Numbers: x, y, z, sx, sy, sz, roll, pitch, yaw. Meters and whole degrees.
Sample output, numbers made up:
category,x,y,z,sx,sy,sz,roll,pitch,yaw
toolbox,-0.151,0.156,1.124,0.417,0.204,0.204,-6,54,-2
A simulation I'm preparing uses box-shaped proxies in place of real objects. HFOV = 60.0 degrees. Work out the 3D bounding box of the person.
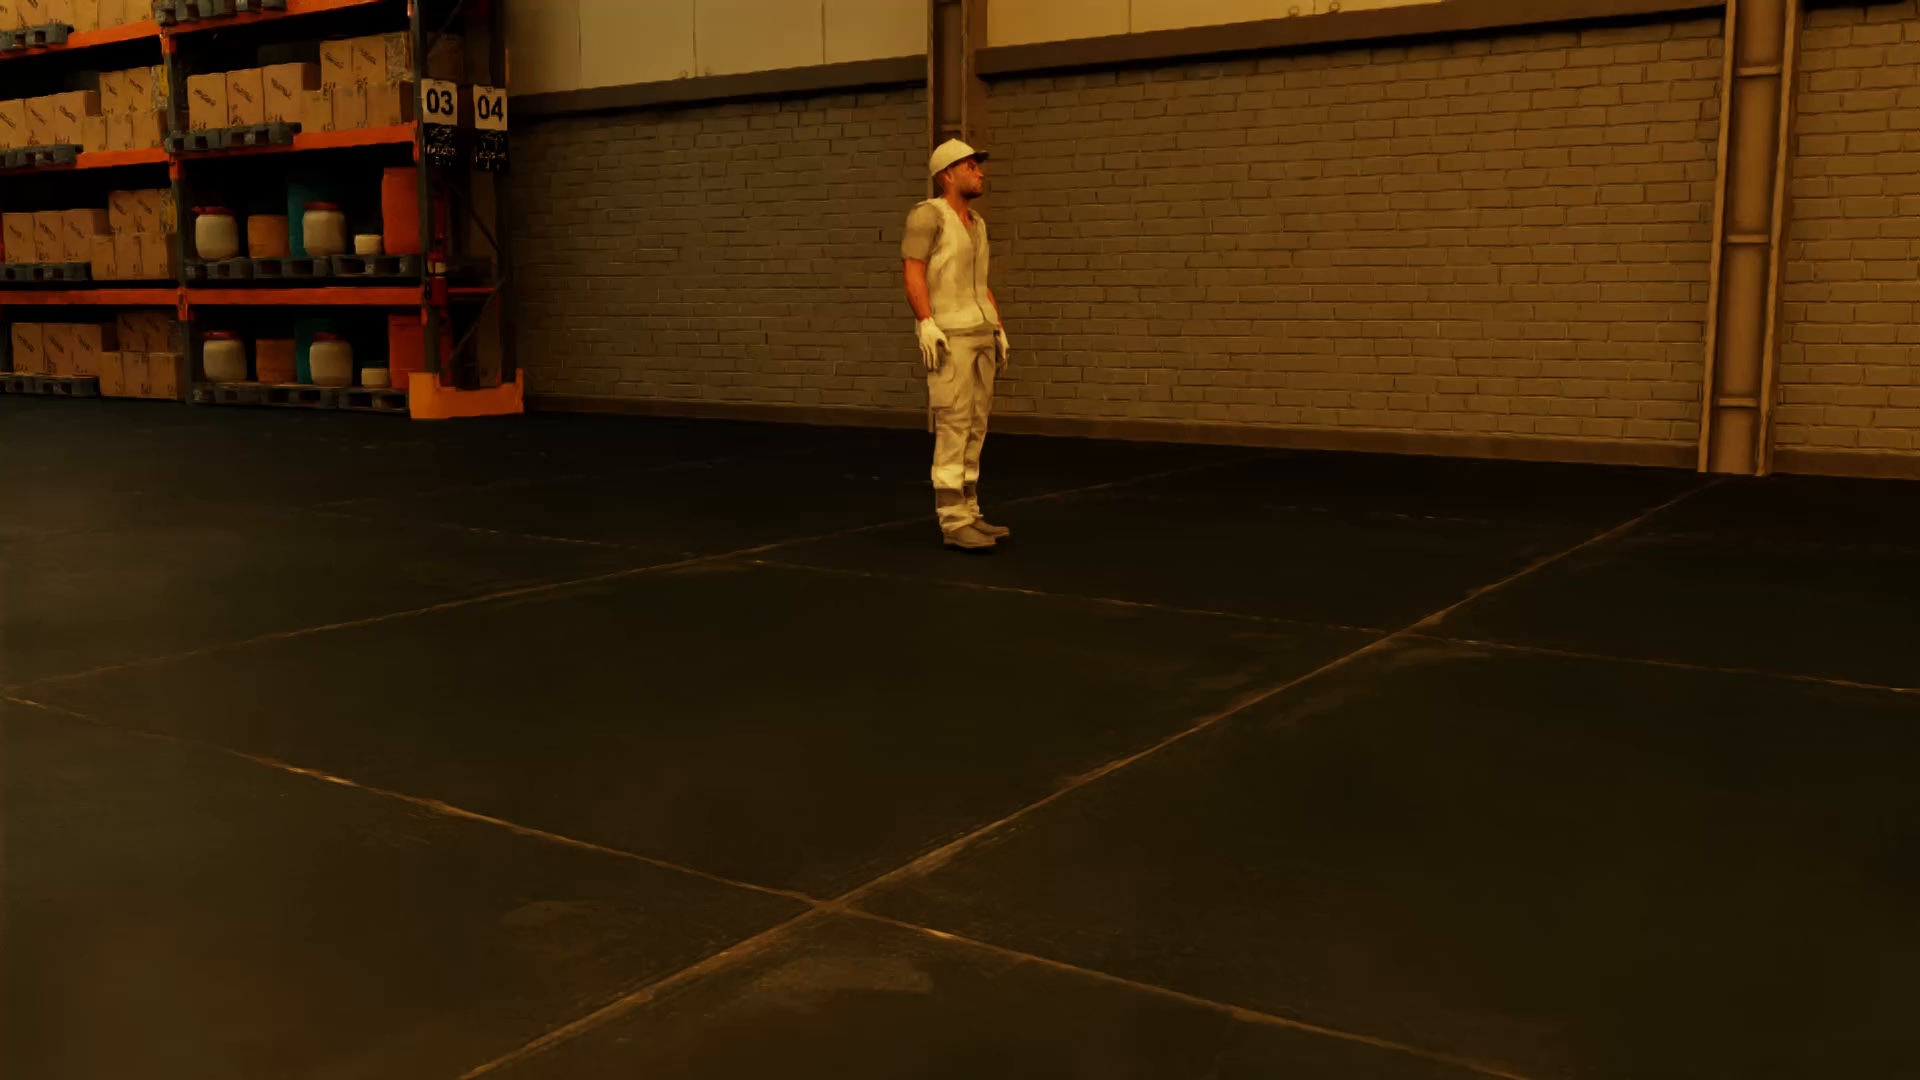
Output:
category,x,y,z,sx,sy,sz,roll,pitch,yaw
person,0.061,-0.885,7.423,0.563,1.787,0.637,5,10,34
